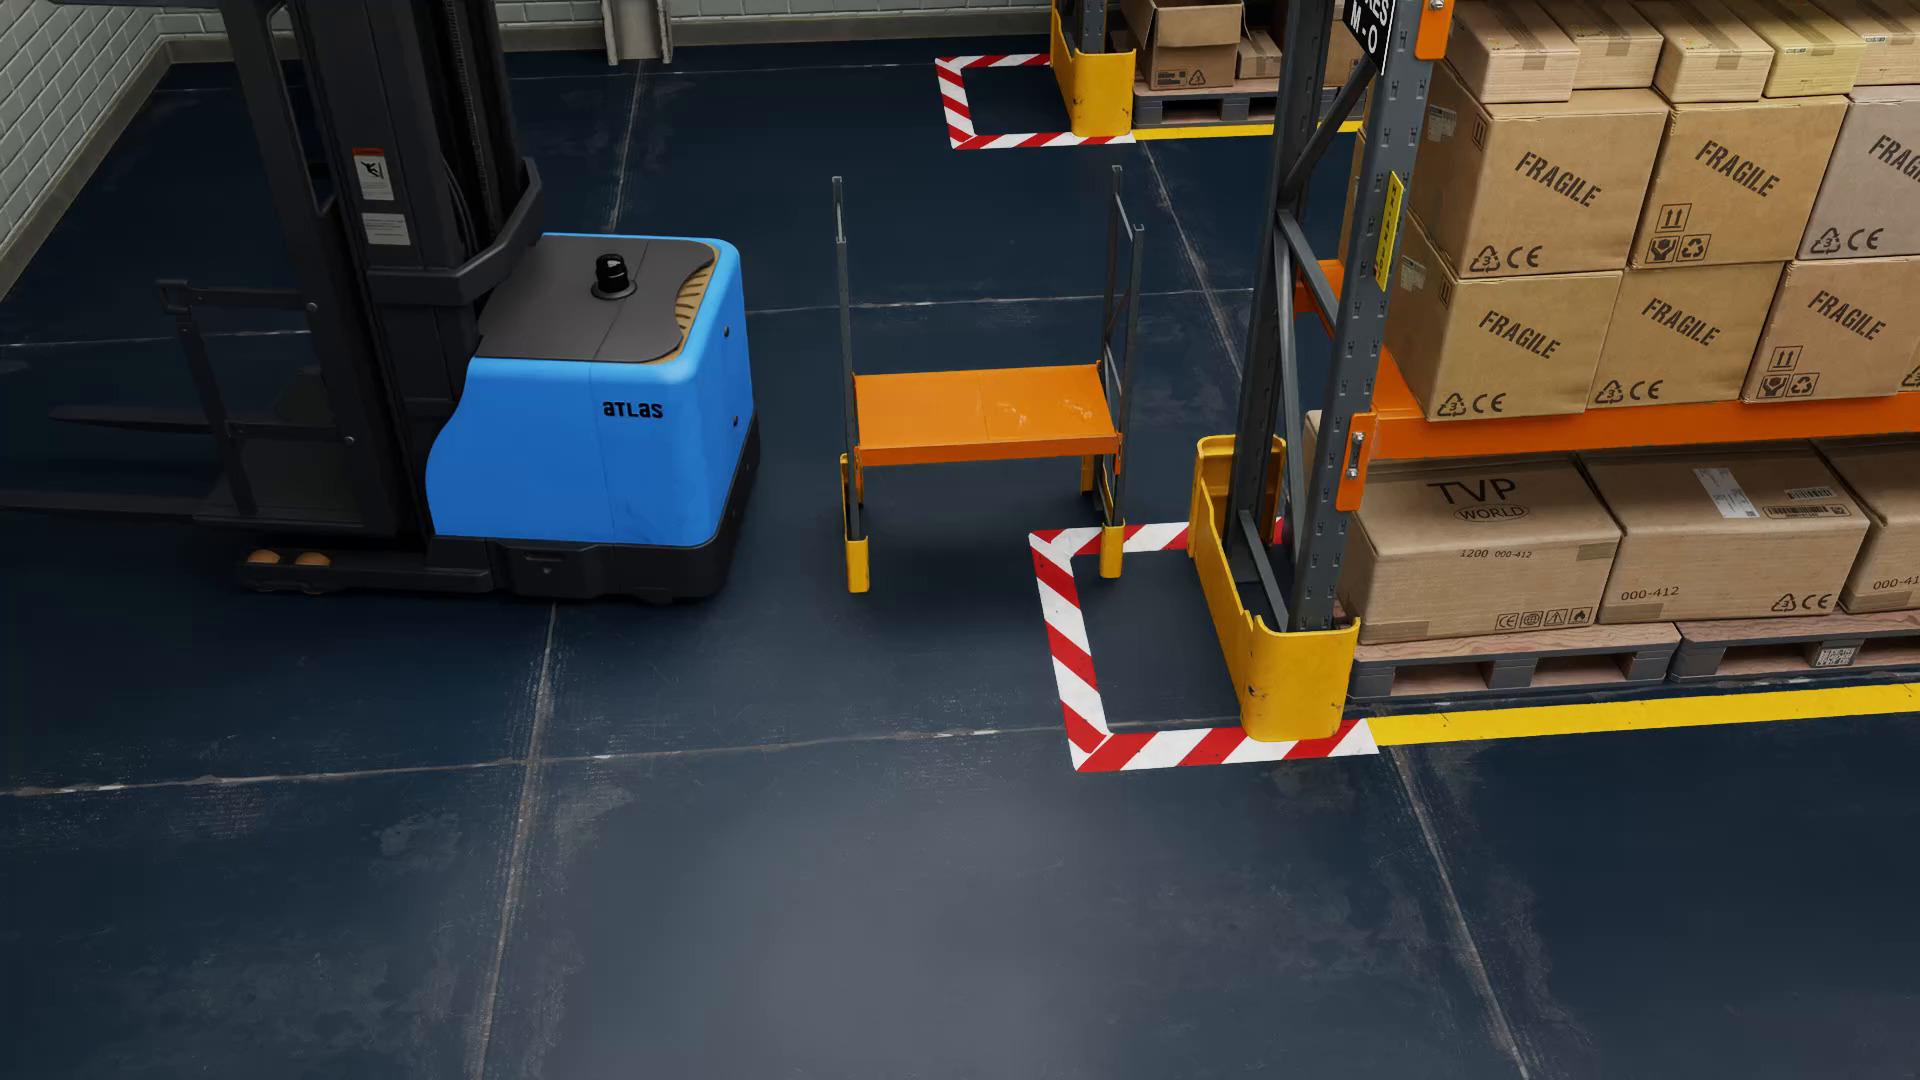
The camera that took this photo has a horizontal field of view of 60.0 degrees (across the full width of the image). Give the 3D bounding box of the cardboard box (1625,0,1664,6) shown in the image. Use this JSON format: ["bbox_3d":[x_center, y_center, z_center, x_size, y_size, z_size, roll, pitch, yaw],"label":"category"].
[{"bbox_3d":[1.996,-1.759,5.146,0.250,0.149,0.380,-3,38,-4],"label":"cardboard box"}]

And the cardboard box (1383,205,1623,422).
[{"bbox_3d":[1.659,-0.722,5.163,0.500,0.500,0.500,-3,38,-4],"label":"cardboard box"}]

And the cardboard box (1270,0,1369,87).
[{"bbox_3d":[2.185,-3.078,9.908,0.500,0.500,0.700,-2,38,-2],"label":"cardboard box"}]

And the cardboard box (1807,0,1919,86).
[{"bbox_3d":[2.575,-1.443,4.746,0.250,0.149,0.380,-3,38,-4],"label":"cardboard box"}]

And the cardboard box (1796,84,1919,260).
[{"bbox_3d":[2.685,-1.182,4.939,0.500,0.500,0.500,-3,38,-4],"label":"cardboard box"}]

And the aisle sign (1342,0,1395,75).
[{"bbox_3d":[1.110,-1.672,4.348,0.004,0.787,0.394,-3,38,-4],"label":"aisle sign"}]

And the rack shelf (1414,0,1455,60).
[{"bbox_3d":[3.148,-1.839,4.818,4.000,0.370,1.077,-3,38,-4],"label":"rack shelf"}]

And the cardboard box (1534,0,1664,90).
[{"bbox_3d":[1.788,-1.427,4.726,0.250,0.149,0.380,-2,38,-3],"label":"cardboard box"}]

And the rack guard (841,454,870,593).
[{"bbox_3d":[-0.420,-0.075,6.643,0.087,0.250,0.587,-3,38,-4],"label":"rack guard"}]

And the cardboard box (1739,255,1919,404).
[{"bbox_3d":[2.669,-0.784,5.242,0.500,0.500,0.500,-3,38,-4],"label":"cardboard box"}]

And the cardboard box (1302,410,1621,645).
[{"bbox_3d":[1.804,-0.091,6.173,0.875,0.438,0.875,-4,38,-6],"label":"cardboard box"}]

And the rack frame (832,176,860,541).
[{"bbox_3d":[-0.421,-0.566,6.256,0.032,1.500,0.500,-3,38,-4],"label":"rack frame"}]

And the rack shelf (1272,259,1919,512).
[{"bbox_3d":[3.148,-0.661,5.747,4.000,0.370,1.077,-3,38,-4],"label":"rack shelf"}]

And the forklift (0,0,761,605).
[{"bbox_3d":[-2.390,-1.262,5.983,3.031,2.935,1.130,3,38,3],"label":"forklift"}]

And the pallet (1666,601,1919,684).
[{"bbox_3d":[3.157,0.104,6.448,1.213,0.211,1.003,-3,38,-4],"label":"pallet"}]

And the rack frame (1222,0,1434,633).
[{"bbox_3d":[1.156,-0.834,5.385,0.127,3.000,1.000,-3,38,-4],"label":"rack frame"}]

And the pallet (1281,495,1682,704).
[{"bbox_3d":[1.945,0.169,6.366,1.213,0.211,1.003,-3,38,-4],"label":"pallet"}]

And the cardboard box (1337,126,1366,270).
[{"bbox_3d":[1.613,-1.063,5.595,0.500,0.500,0.500,-3,38,-4],"label":"cardboard box"}]

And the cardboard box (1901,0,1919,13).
[{"bbox_3d":[2.827,-1.431,4.731,0.250,0.149,0.380,-3,38,-4],"label":"cardboard box"}]

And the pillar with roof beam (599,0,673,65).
[{"bbox_3d":[-1.672,-4.004,4.559,0.400,9.000,9.100,-3,38,-4],"label":"pillar with roof beam"}]

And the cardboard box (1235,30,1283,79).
[{"bbox_3d":[1.756,-2.916,9.987,0.250,0.149,0.380,-5,39,-6],"label":"cardboard box"}]

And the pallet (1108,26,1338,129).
[{"bbox_3d":[1.582,-2.850,10.192,1.213,0.211,1.003,-3,38,-4],"label":"pallet"}]

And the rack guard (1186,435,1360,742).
[{"bbox_3d":[1.132,0.149,6.158,0.348,0.500,1.175,-3,38,-4],"label":"rack guard"}]

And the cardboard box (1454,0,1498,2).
[{"bbox_3d":[1.495,-1.664,5.025,0.250,0.149,0.380,-3,38,-3],"label":"cardboard box"}]

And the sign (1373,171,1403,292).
[{"bbox_3d":[1.199,-0.862,4.658,0.005,0.325,0.100,-3,38,-4],"label":"sign"}]

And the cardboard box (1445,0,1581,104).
[{"bbox_3d":[1.534,-1.369,4.652,0.250,0.149,0.380,-2,38,-3],"label":"cardboard box"}]

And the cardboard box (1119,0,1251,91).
[{"bbox_3d":[1.330,-3.056,9.878,0.637,0.503,0.797,-5,39,-6],"label":"cardboard box"}]

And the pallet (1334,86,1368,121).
[{"bbox_3d":[2.794,-2.915,10.274,1.213,0.211,1.003,-3,38,-4],"label":"pallet"}]

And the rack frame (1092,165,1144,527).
[{"bbox_3d":[0.591,-0.621,6.327,0.032,1.500,0.500,-3,38,-4],"label":"rack frame"}]

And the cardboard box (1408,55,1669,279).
[{"bbox_3d":[1.659,-1.116,4.855,0.500,0.500,0.500,-4,38,-5],"label":"cardboard box"}]

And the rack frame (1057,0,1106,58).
[{"bbox_3d":[0.712,-3.896,9.267,0.127,3.000,1.000,-3,38,-4],"label":"rack frame"}]

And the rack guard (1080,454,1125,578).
[{"bbox_3d":[0.572,-0.130,6.712,0.087,0.250,0.587,-3,38,-4],"label":"rack guard"}]

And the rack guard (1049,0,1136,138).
[{"bbox_3d":[0.788,-2.919,10.046,0.348,0.500,1.175,-3,38,-4],"label":"rack guard"}]

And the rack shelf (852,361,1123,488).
[{"bbox_3d":[0.085,-0.452,6.403,1.000,0.185,0.538,-3,38,-4],"label":"rack shelf"}]

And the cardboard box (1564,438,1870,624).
[{"bbox_3d":[2.715,-0.146,6.243,0.875,0.438,0.875,-2,38,-3],"label":"cardboard box"}]

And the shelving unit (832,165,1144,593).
[{"bbox_3d":[0.076,-0.593,6.291,1.083,1.500,0.587,-3,38,-4],"label":"shelving unit"}]

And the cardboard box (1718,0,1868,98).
[{"bbox_3d":[2.318,-1.396,4.687,0.250,0.149,0.380,-4,38,-5],"label":"cardboard box"}]

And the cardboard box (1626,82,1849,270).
[{"bbox_3d":[2.173,-1.149,4.897,0.500,0.500,0.500,-4,38,-5],"label":"cardboard box"}]

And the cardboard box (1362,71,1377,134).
[{"bbox_3d":[1.615,-1.439,5.264,0.500,0.500,0.500,-2,38,-2],"label":"cardboard box"}]

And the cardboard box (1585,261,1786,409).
[{"bbox_3d":[2.161,-0.767,5.220,0.500,0.500,0.500,-4,38,-5],"label":"cardboard box"}]

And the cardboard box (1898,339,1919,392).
[{"bbox_3d":[3.166,-0.822,5.289,0.500,0.500,0.500,-2,38,-2],"label":"cardboard box"}]

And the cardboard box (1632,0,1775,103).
[{"bbox_3d":[2.058,-1.371,4.654,0.250,0.149,0.380,-2,38,-3],"label":"cardboard box"}]

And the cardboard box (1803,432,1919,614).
[{"bbox_3d":[3.613,-0.195,6.305,0.875,0.438,0.875,-4,38,-5],"label":"cardboard box"}]
